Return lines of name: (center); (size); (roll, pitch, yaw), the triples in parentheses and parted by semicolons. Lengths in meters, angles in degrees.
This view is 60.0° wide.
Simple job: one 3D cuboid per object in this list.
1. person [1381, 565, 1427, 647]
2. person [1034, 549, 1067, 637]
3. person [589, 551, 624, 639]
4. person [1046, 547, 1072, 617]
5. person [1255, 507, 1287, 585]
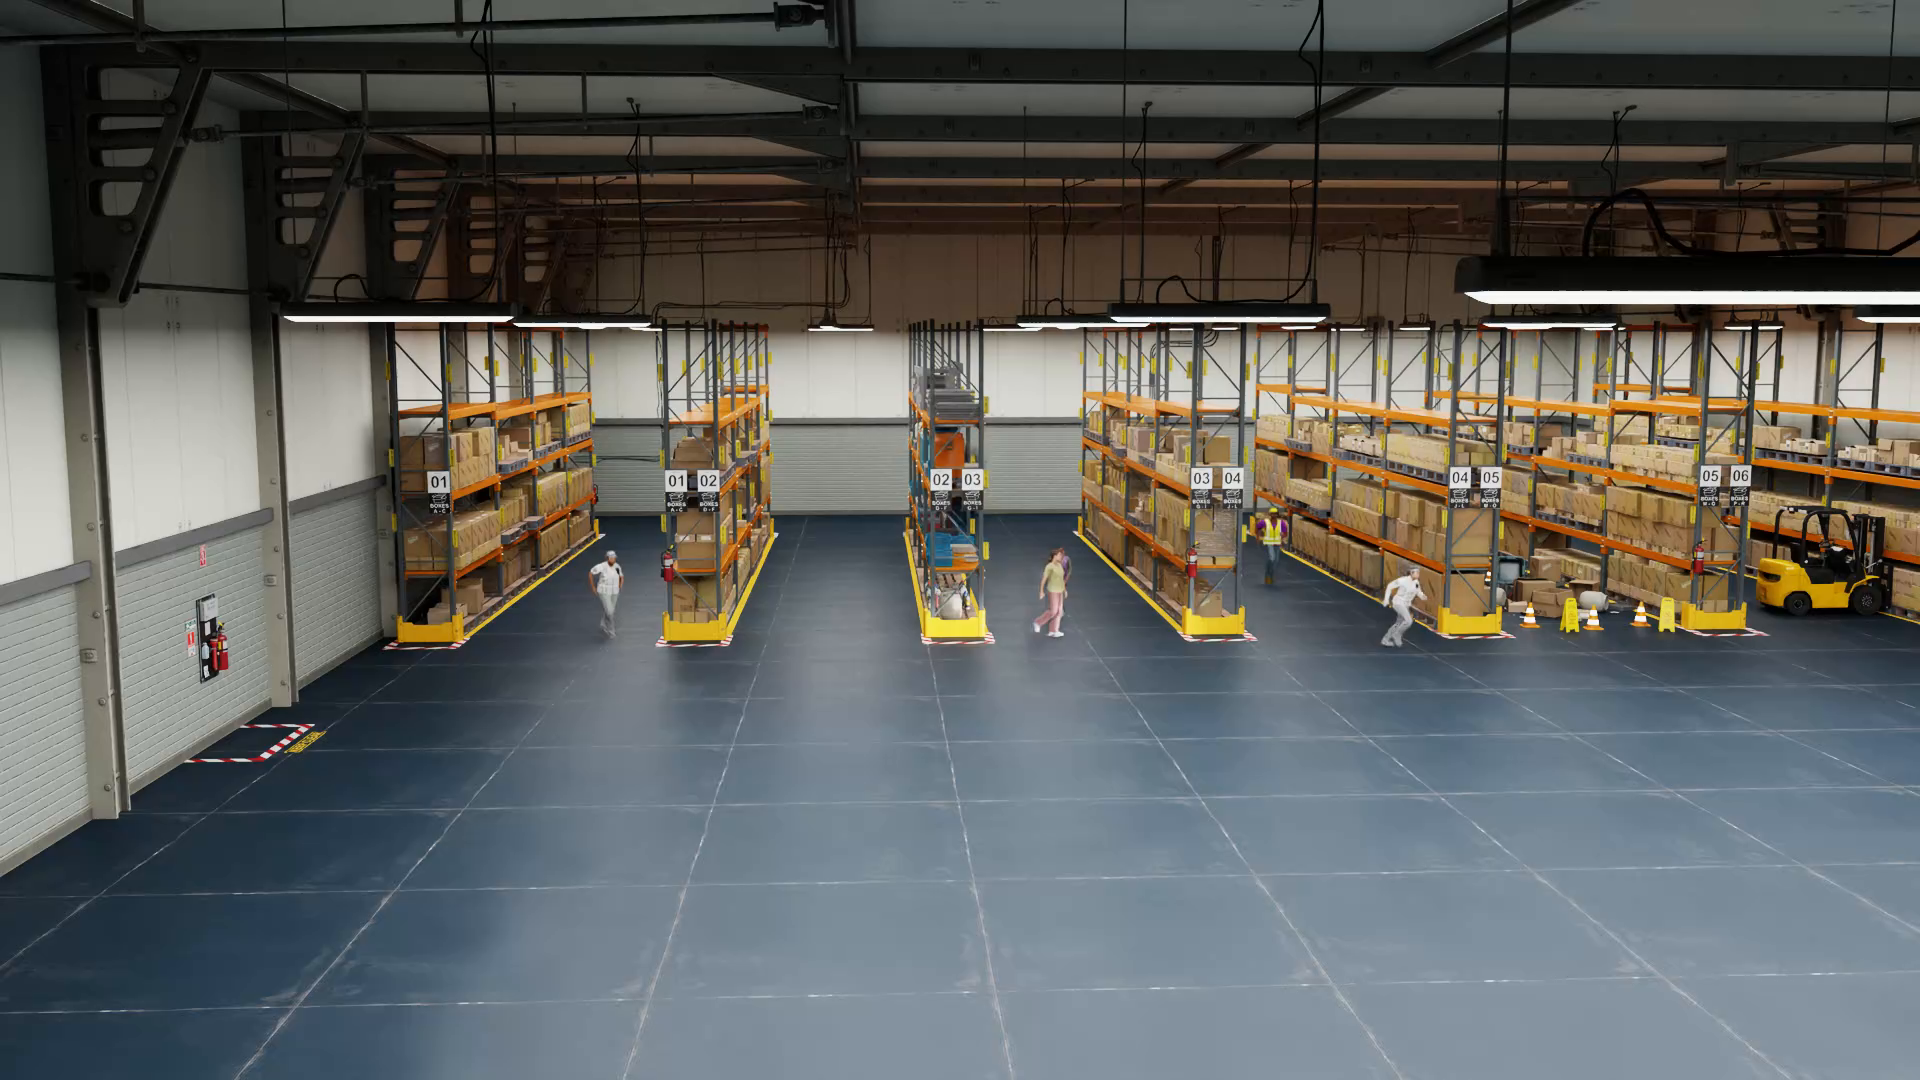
person: (8.115, 1.199, 30.366); (0.618, 1.544, 0.914); (-6, 9, -40)
person: (1.699, 0.999, 31.572); (0.538, 1.668, 0.594); (5, 9, 37)
person: (-6.701, 1.060, 31.570); (0.625, 1.736, 0.791); (-6, 9, -40)
person: (2.005, 0.814, 33.969); (0.520, 1.456, 0.977); (0, 7, -3)
person: (7.179, 0.141, 38.170); (0.666, 1.790, 0.728); (-2, 7, -13)
